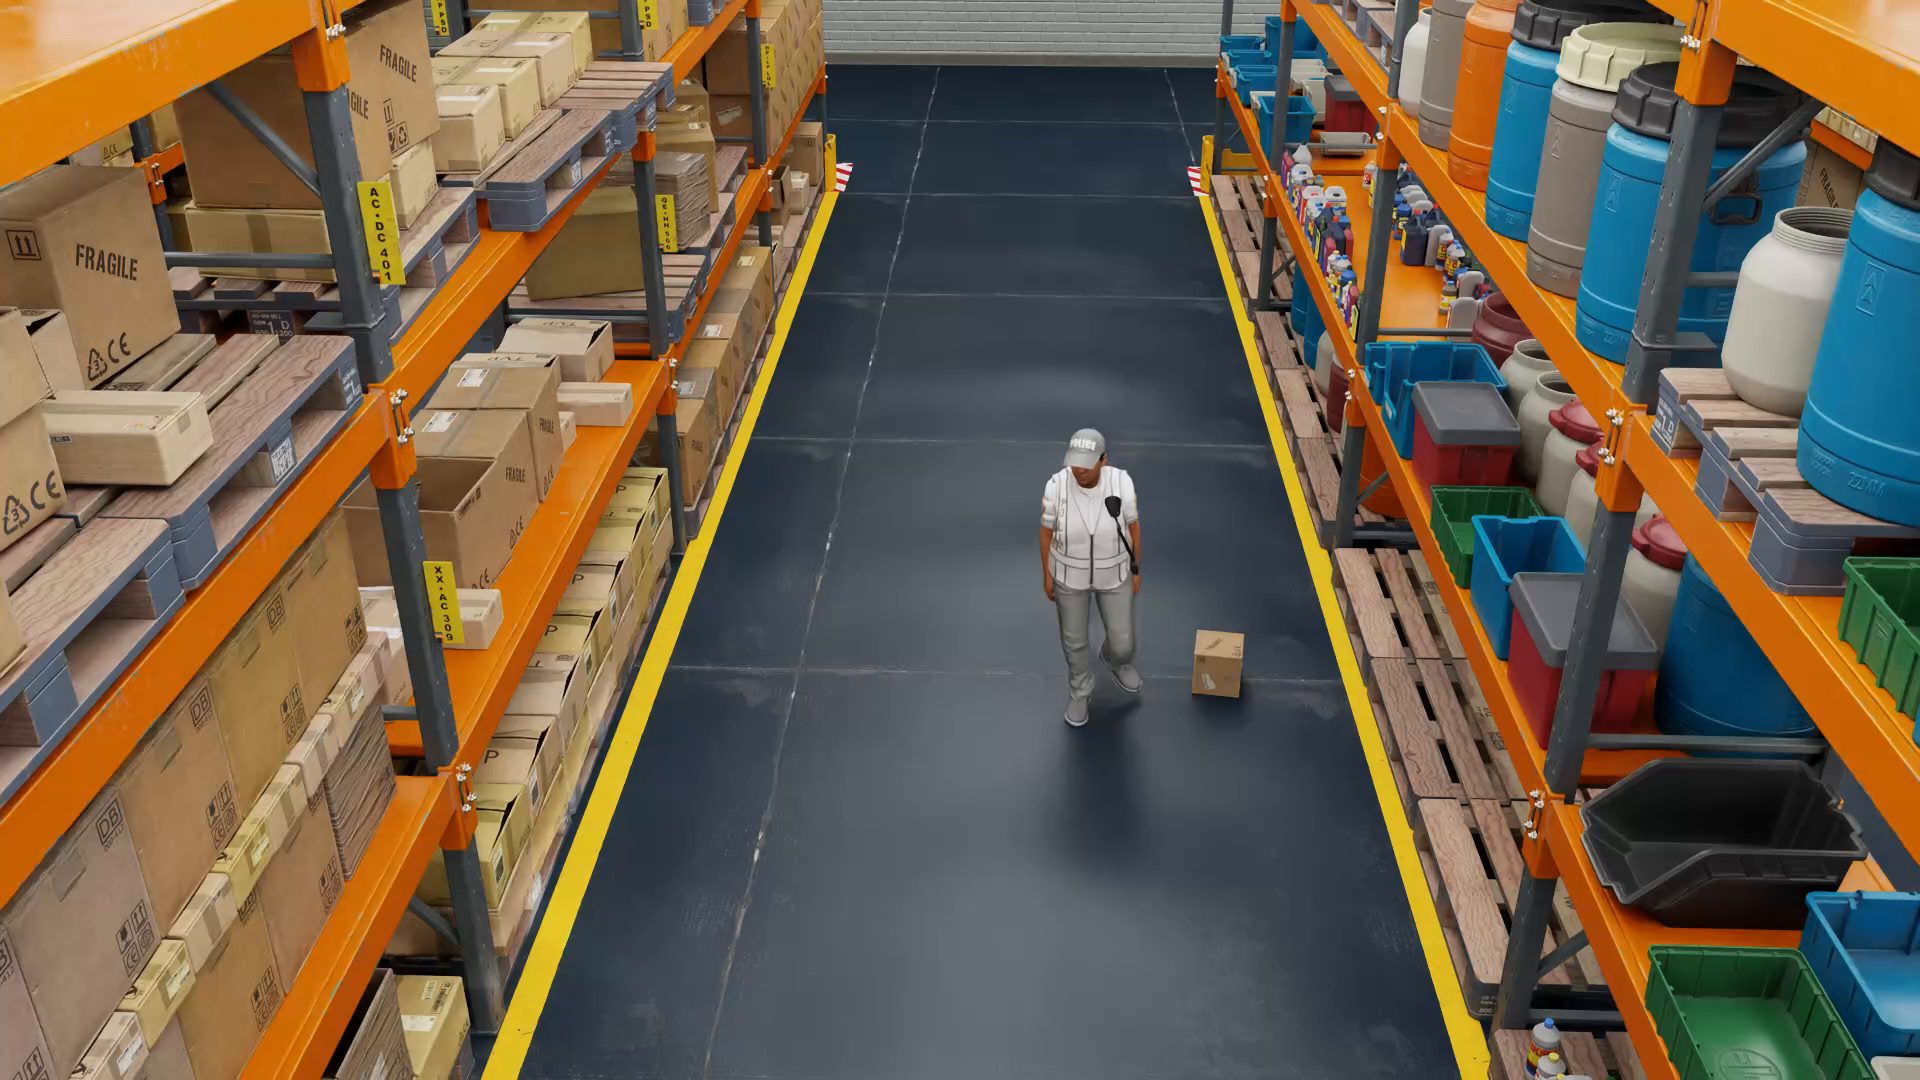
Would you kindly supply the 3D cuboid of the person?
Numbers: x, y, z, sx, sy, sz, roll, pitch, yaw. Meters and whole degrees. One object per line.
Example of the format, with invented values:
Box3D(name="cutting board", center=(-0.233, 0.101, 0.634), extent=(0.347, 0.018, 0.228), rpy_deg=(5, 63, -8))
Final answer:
Box3D(name="person", center=(0.671, 0.168, 8.301), extent=(0.554, 1.658, 0.556), rpy_deg=(2, 28, 4))
